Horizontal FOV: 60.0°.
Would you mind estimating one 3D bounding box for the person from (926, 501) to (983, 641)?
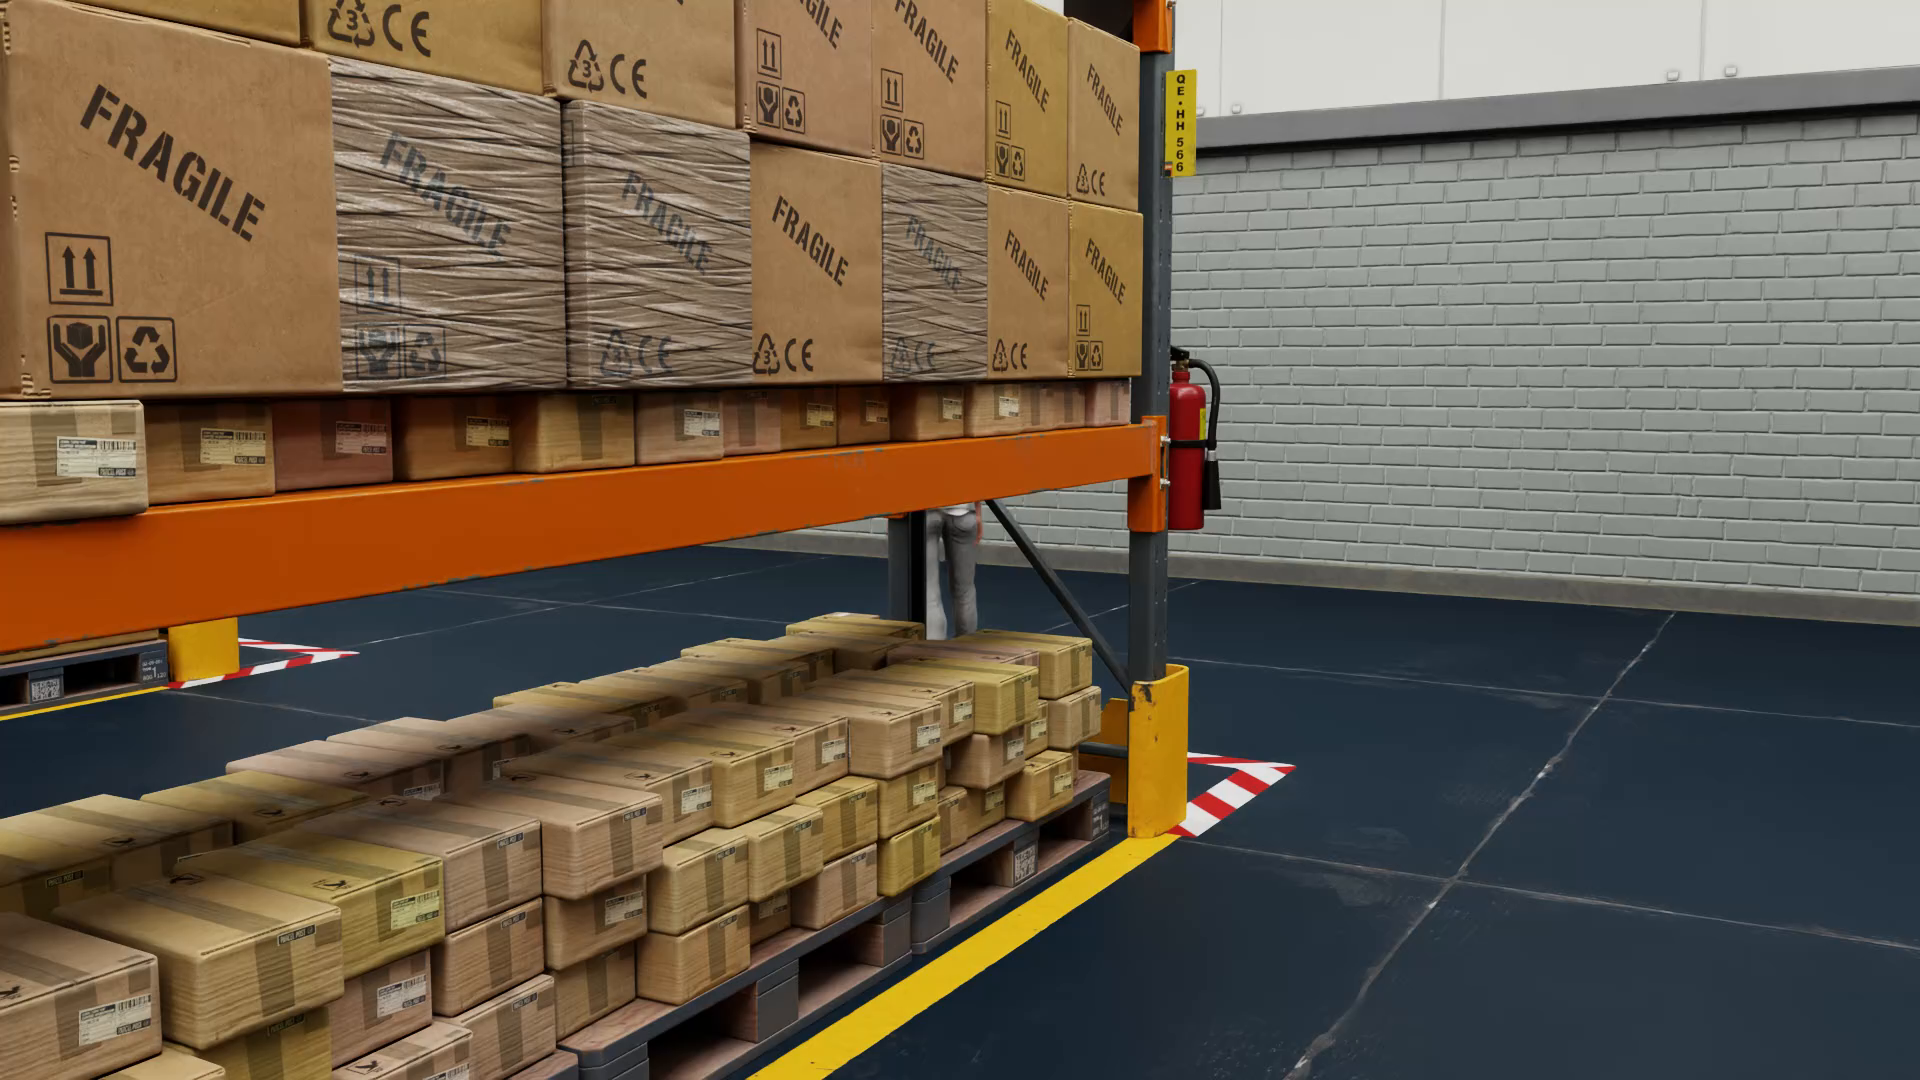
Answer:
[{"bbox_3d":[-0.096,-0.097,7.409,0.458,1.567,0.645,-2,6,-15],"label":"person"}]
